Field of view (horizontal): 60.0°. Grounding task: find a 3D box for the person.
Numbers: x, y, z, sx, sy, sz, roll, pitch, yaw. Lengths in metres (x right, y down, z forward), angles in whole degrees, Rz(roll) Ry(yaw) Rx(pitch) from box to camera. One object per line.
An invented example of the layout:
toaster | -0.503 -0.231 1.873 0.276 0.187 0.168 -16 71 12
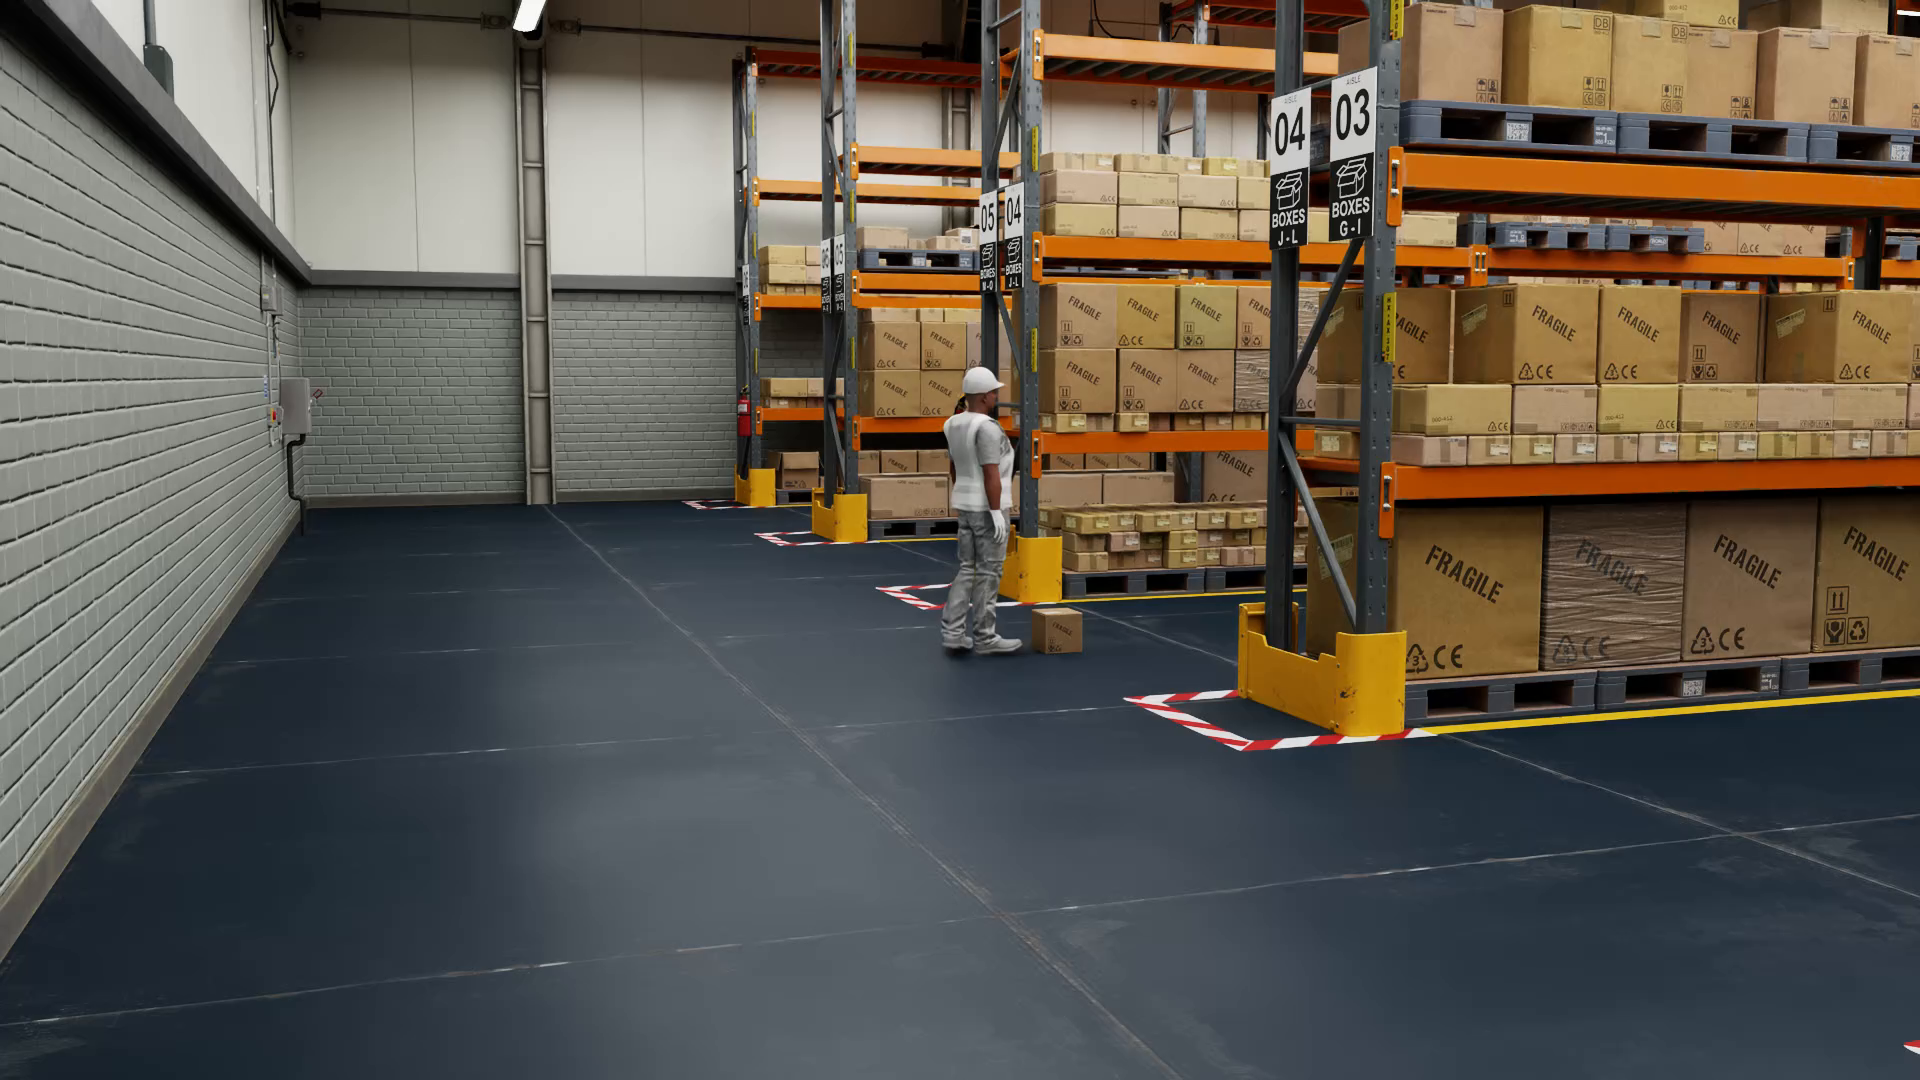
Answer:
person | 0.136 -0.179 10.361 0.462 1.790 0.596 -3 6 -29
